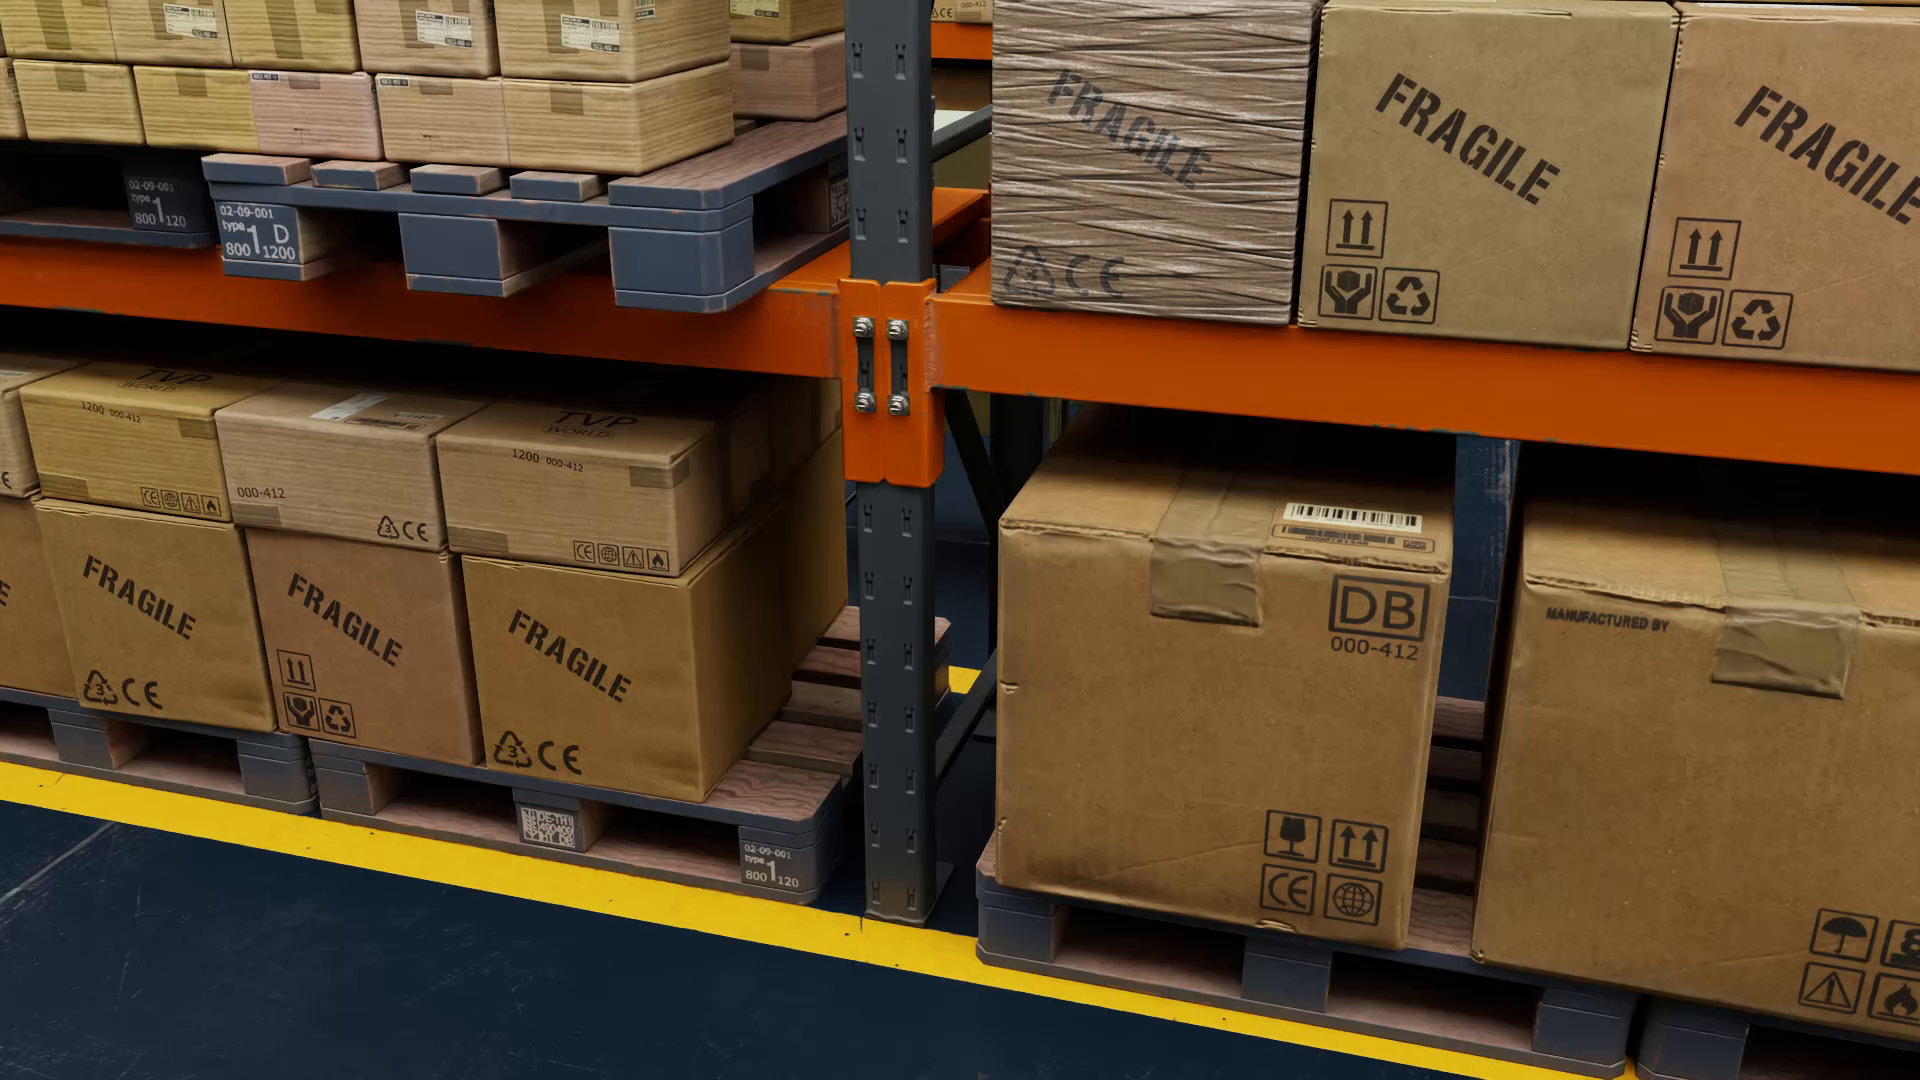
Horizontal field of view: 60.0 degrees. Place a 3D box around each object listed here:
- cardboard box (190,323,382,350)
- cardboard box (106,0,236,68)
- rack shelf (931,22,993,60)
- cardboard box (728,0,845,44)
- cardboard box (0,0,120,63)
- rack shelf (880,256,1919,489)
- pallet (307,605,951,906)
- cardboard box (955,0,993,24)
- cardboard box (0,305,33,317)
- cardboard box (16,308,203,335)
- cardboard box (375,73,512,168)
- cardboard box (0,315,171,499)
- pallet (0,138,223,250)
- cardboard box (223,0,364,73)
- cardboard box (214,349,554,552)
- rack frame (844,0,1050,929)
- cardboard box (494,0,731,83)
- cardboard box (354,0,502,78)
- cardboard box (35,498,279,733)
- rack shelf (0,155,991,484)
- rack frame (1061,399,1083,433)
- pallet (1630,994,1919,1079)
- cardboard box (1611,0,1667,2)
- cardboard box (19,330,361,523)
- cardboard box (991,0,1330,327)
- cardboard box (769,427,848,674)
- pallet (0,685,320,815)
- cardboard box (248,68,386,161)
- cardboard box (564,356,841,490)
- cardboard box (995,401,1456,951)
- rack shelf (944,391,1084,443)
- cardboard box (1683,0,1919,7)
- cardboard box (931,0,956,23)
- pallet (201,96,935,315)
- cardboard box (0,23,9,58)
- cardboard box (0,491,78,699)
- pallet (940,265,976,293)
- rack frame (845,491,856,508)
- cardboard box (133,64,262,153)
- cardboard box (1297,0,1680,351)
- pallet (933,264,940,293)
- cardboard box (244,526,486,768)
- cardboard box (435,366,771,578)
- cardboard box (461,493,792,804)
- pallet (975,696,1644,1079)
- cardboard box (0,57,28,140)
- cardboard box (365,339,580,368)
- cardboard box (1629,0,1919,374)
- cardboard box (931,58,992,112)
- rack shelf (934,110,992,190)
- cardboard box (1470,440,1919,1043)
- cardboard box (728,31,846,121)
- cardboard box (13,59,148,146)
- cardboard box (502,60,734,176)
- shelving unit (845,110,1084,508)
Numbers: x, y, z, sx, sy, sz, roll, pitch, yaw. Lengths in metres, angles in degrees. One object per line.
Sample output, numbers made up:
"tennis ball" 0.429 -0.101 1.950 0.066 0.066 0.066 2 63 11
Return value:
"cardboard box" -1.535 -0.454 4.175 0.500 0.250 0.500 7 23 16
"cardboard box" -1.341 -0.979 3.091 0.250 0.149 0.380 7 23 16
"rack shelf" -0.570 -2.487 8.328 4.000 0.370 1.077 7 23 16
"cardboard box" -0.393 -1.132 3.464 0.250 0.149 0.380 8 24 18
"cardboard box" -1.579 -1.007 3.159 0.250 0.149 0.380 6 23 15
"rack shelf" 1.926 -0.239 2.847 4.000 0.370 1.077 7 23 16
"pallet" -0.737 0.413 3.985 1.213 0.211 1.003 7 23 16
"cardboard box" 0.291 -2.542 7.713 0.500 0.250 0.500 7 23 16
"cardboard box" -2.544 -0.563 4.442 0.500 0.250 0.500 8 24 18
"cardboard box" -2.034 -0.510 4.314 0.500 0.250 0.500 5 23 13
"cardboard box" -0.831 -0.784 3.006 0.250 0.149 0.380 6 23 15
"cardboard box" -2.190 -0.322 3.855 0.500 0.250 0.500 7 23 18
"pallet" -1.896 -0.904 3.774 1.213 0.211 1.003 7 23 16
"cardboard box" -1.102 -0.952 3.023 0.250 0.149 0.380 7 23 17
"cardboard box" -1.206 -0.207 3.573 0.500 0.250 0.500 7 23 16
"rack frame" 0.011 -0.791 3.245 0.127 3.000 1.000 7 23 16
"cardboard box" -0.593 -0.895 2.885 0.250 0.149 0.380 7 23 17
"cardboard box" -0.849 -0.924 2.955 0.250 0.149 0.380 7 23 18
"cardboard box" -1.701 0.084 3.853 0.500 0.500 0.500 5 23 13
"rack shelf" -1.904 -0.677 3.916 4.000 0.370 1.077 7 23 16
"rack frame" 0.357 -0.653 4.886 0.023 1.500 0.400 7 23 16
"pallet" 1.908 0.748 3.169 1.213 0.211 1.003 7 23 16
"cardboard box" 0.923 -1.192 2.774 0.500 0.500 0.700 6 23 15
"cardboard box" -1.688 -0.268 3.723 0.500 0.250 0.500 7 23 17
"cardboard box" 0.363 -0.690 2.867 0.500 0.500 0.500 7 23 16
"cardboard box" -0.592 0.001 4.055 0.500 0.500 0.500 6 23 13
"pallet" -1.901 0.279 4.312 1.213 0.211 1.003 7 23 16
"cardboard box" -1.077 -0.812 3.074 0.250 0.149 0.380 7 23 16
"cardboard box" -0.579 -0.339 3.896 0.500 0.250 0.500 5 23 13
"cardboard box" 0.568 0.155 3.350 0.750 0.750 1.050 6 23 15
"rack shelf" 0.006 -0.392 5.107 0.720 0.370 0.431 7 23 16
"cardboard box" 1.415 -1.136 2.639 0.500 0.500 0.700 6 23 15
"cardboard box" -0.186 -2.603 7.862 0.500 0.250 0.500 6 23 15
"pallet" -0.702 -0.741 3.378 1.003 0.211 1.213 7 23 16
"cardboard box" -1.829 -1.036 3.228 0.250 0.149 0.380 7 23 17
"cardboard box" -2.175 0.020 4.009 0.500 0.500 0.500 7 23 16
"pallet" 0.611 -1.424 8.463 1.213 0.211 1.003 7 23 16
"rack frame" -0.344 -0.733 5.081 0.023 1.500 0.400 7 23 16
"cardboard box" -1.315 -0.840 3.144 0.250 0.149 0.380 6 23 15
"cardboard box" 0.851 -0.635 2.734 0.500 0.500 0.500 6 23 15
"pallet" -0.553 -1.558 8.791 1.213 0.211 1.003 7 23 16
"cardboard box" -1.190 0.136 3.726 0.500 0.500 0.500 8 23 18
"cardboard box" -0.719 -0.155 3.448 0.500 0.250 0.500 6 23 14
"cardboard box" -0.694 0.194 3.584 0.500 0.500 0.500 6 23 15
"pallet" 0.744 0.613 3.497 1.213 0.211 1.003 7 23 16
"cardboard box" -1.820 -0.898 3.285 0.250 0.149 0.380 7 23 17
"cardboard box" -1.065 -0.395 4.032 0.500 0.250 0.500 6 23 15
"cardboard box" 1.333 -0.580 2.599 0.500 0.500 0.500 7 23 15
"cardboard box" -0.146 -2.017 8.481 0.875 0.875 0.875 7 23 16
"rack shelf" 0.006 -1.054 4.836 0.720 0.370 0.431 7 23 16
"cardboard box" 1.406 0.250 3.119 0.750 0.750 1.050 7 23 16
"cardboard box" -0.359 -0.991 3.512 0.250 0.149 0.380 6 23 15
"cardboard box" -1.573 -0.869 3.215 0.250 0.149 0.380 6 23 13
"cardboard box" -0.594 -0.756 2.938 0.250 0.149 0.380 7 23 16
"shelving unit" 0.006 -0.693 4.984 0.755 1.500 0.431 7 23 16
